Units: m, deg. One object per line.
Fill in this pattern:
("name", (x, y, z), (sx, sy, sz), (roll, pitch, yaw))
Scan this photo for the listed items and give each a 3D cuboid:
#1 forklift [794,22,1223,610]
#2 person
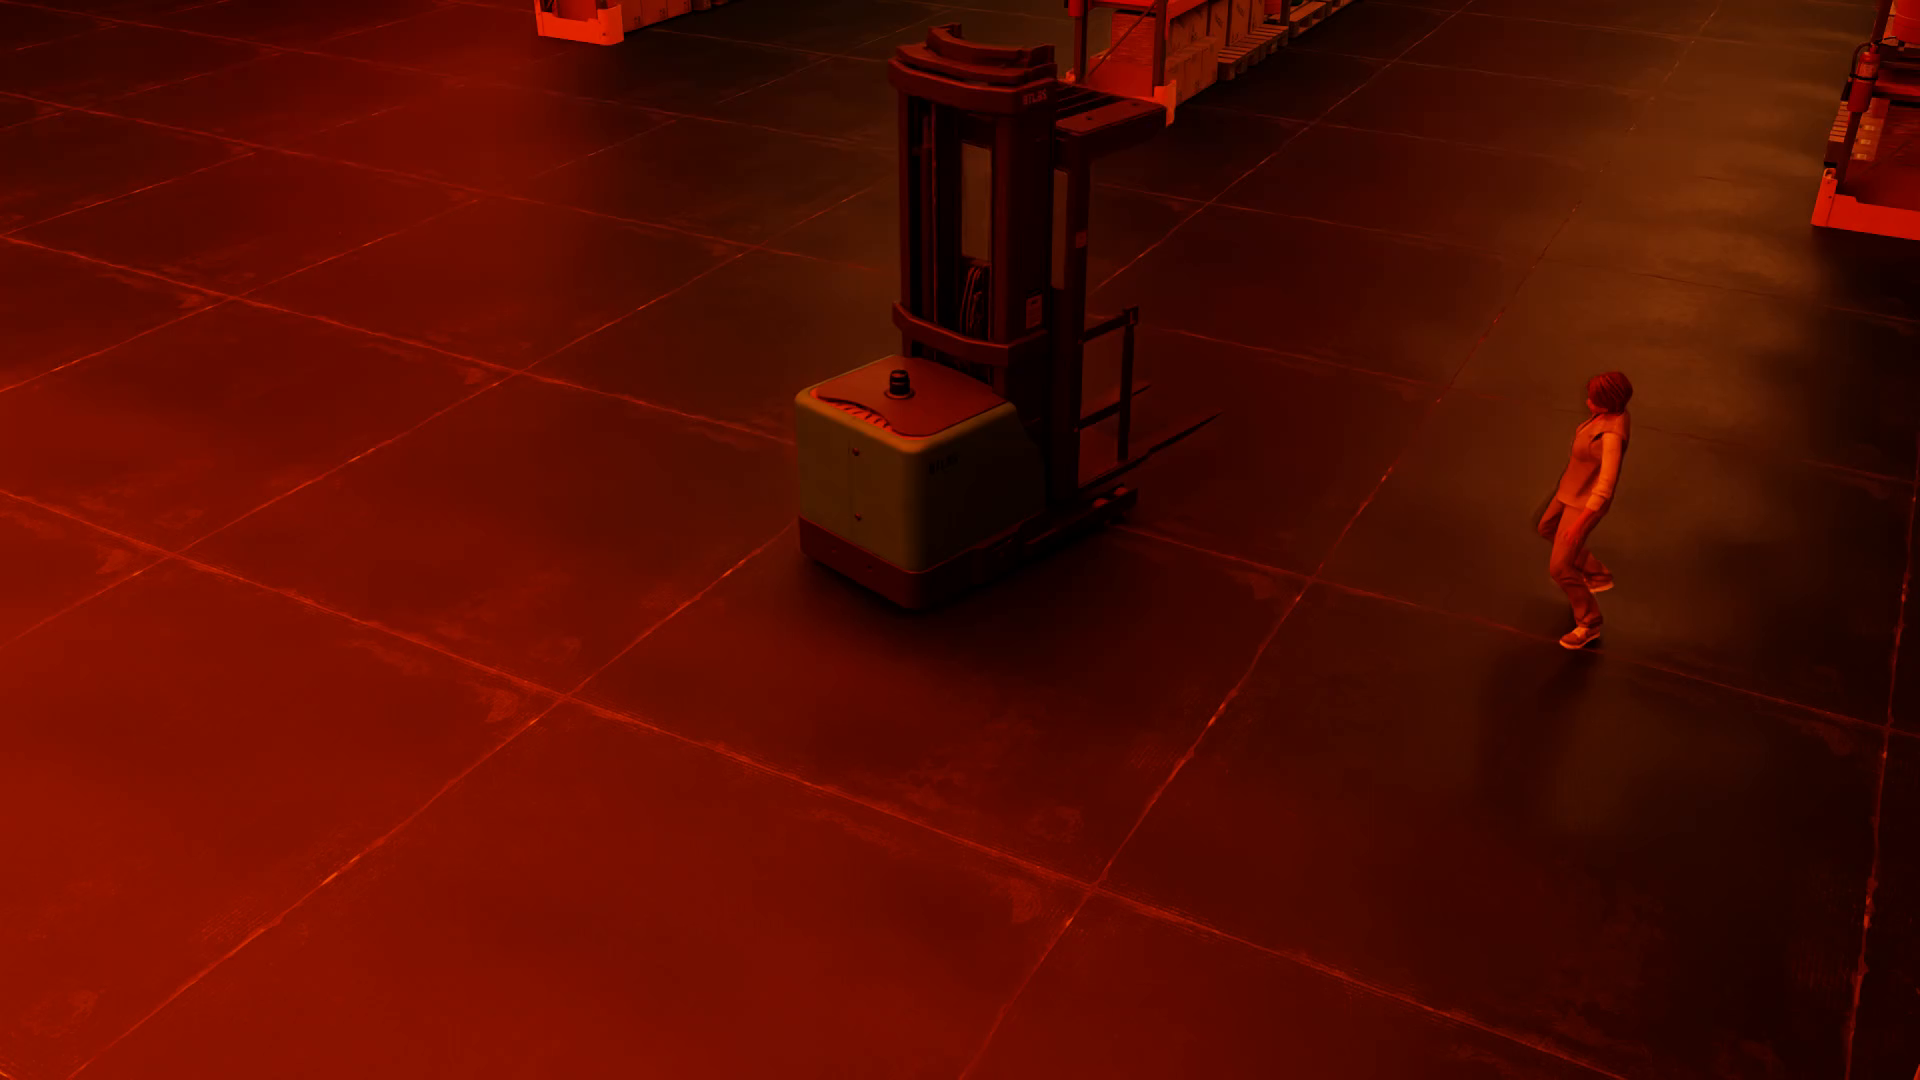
("forklift", (0.449, -1.520, 9.705), (1.130, 2.935, 3.031), (26, 39, 37))
("person", (3.377, -0.234, 8.911), (0.452, 1.511, 0.754), (11, 32, 18))
